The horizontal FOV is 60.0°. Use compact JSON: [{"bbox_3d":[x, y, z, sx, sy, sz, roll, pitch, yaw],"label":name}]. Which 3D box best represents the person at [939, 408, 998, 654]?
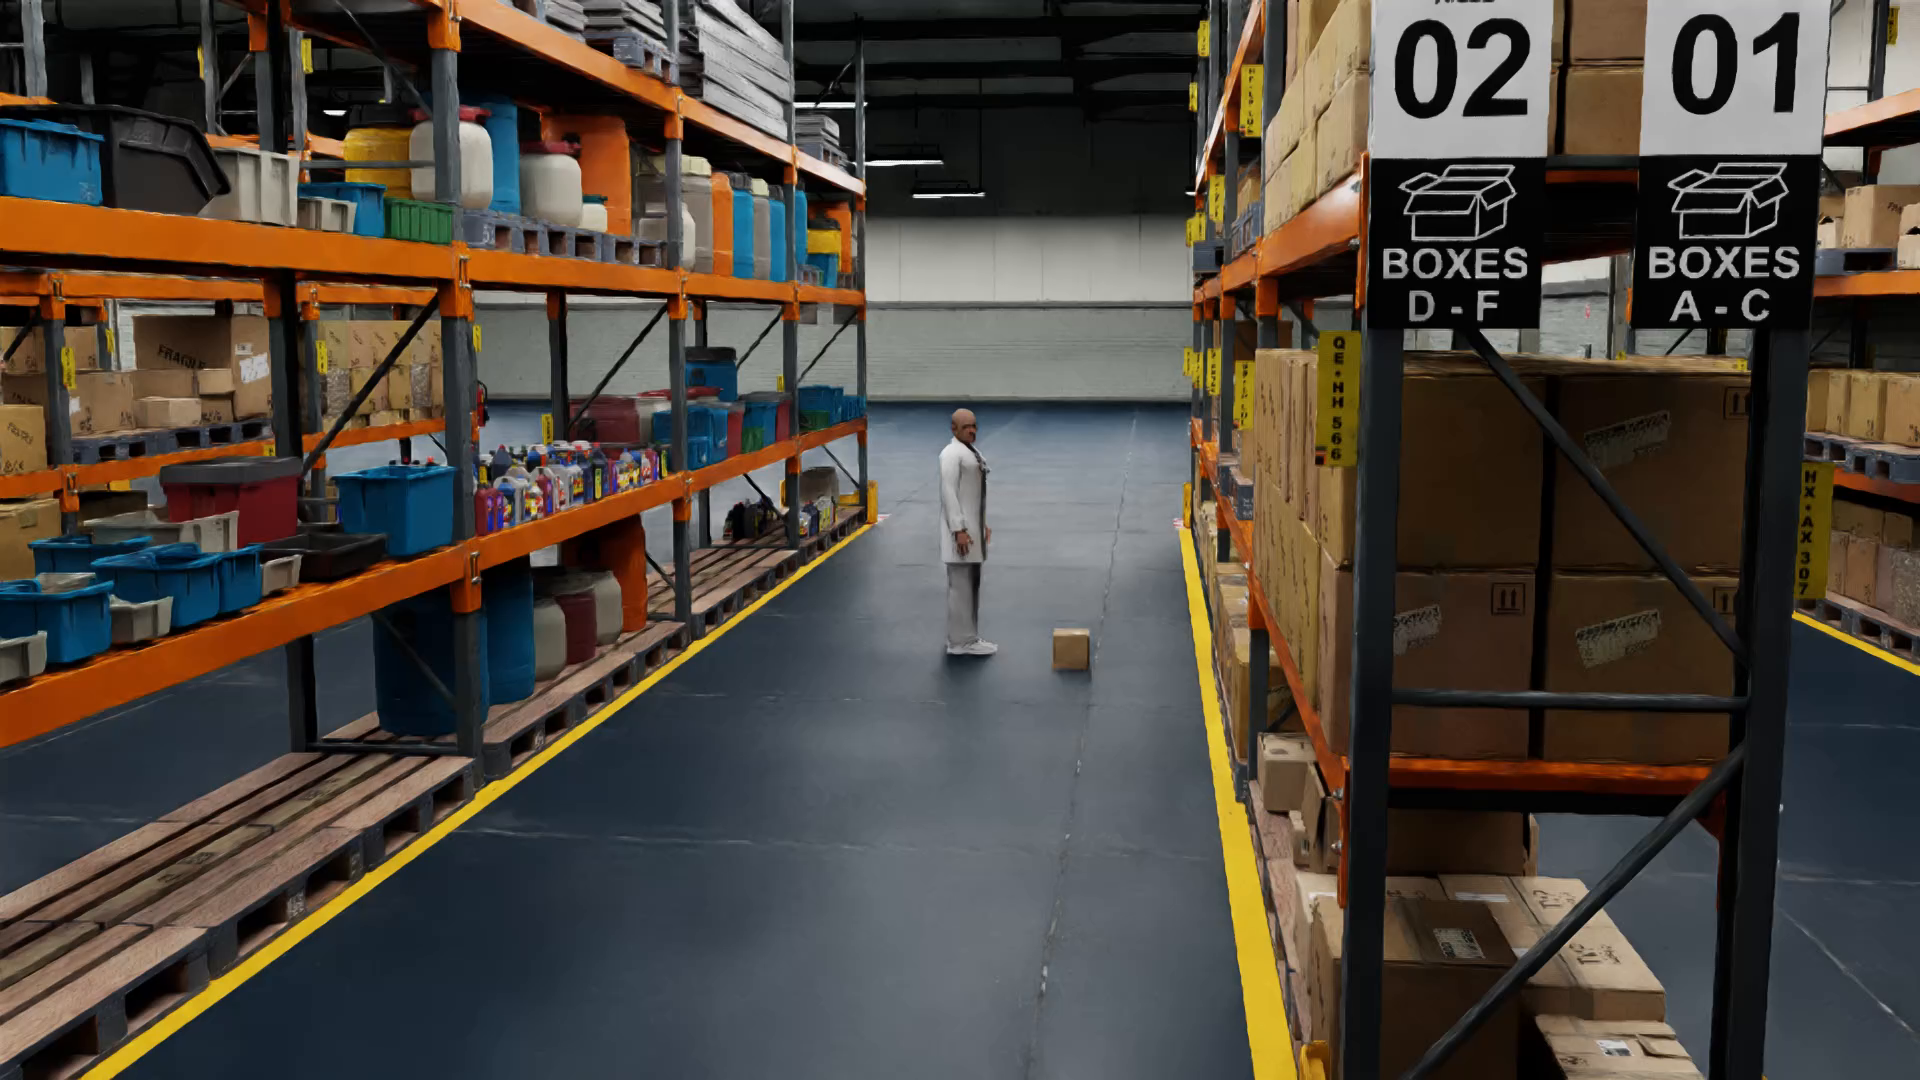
[{"bbox_3d":[0.076,-0.048,12.162,0.433,1.826,0.637,2,8,17],"label":"person"}]
